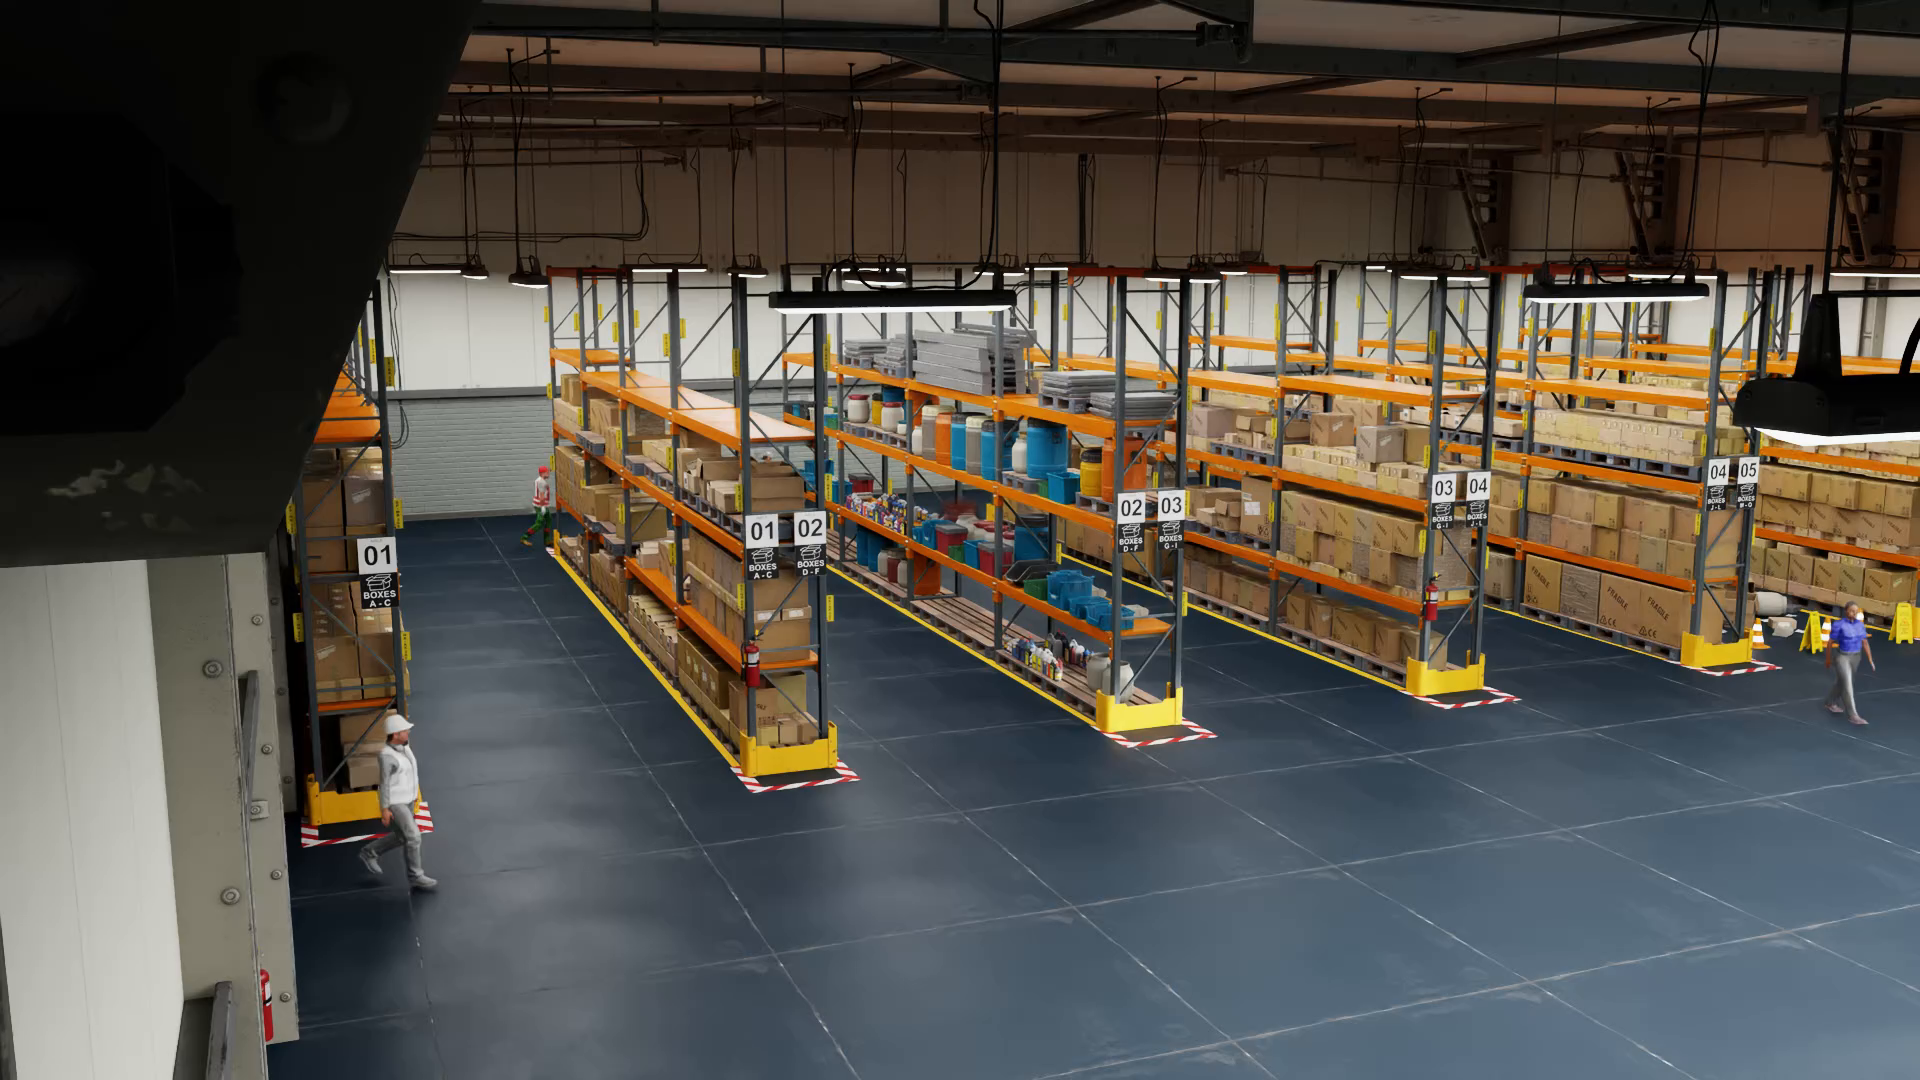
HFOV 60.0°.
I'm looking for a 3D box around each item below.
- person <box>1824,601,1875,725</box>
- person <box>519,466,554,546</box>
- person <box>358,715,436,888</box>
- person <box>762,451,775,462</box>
[{"bbox_3d":[12.085,1.633,22.528,0.462,1.607,0.947,-2,10,-10],"label":"person"},{"bbox_3d":[-9.094,-0.715,35.711,0.910,1.740,0.616,-7,12,-33],"label":"person"},{"bbox_3d":[-5.672,2.595,16.684,0.903,1.740,0.570,2,10,9],"label":"person"},{"bbox_3d":[-4.516,-1.262,38.972,0.466,1.655,0.495,-2,10,-12],"label":"person"}]
